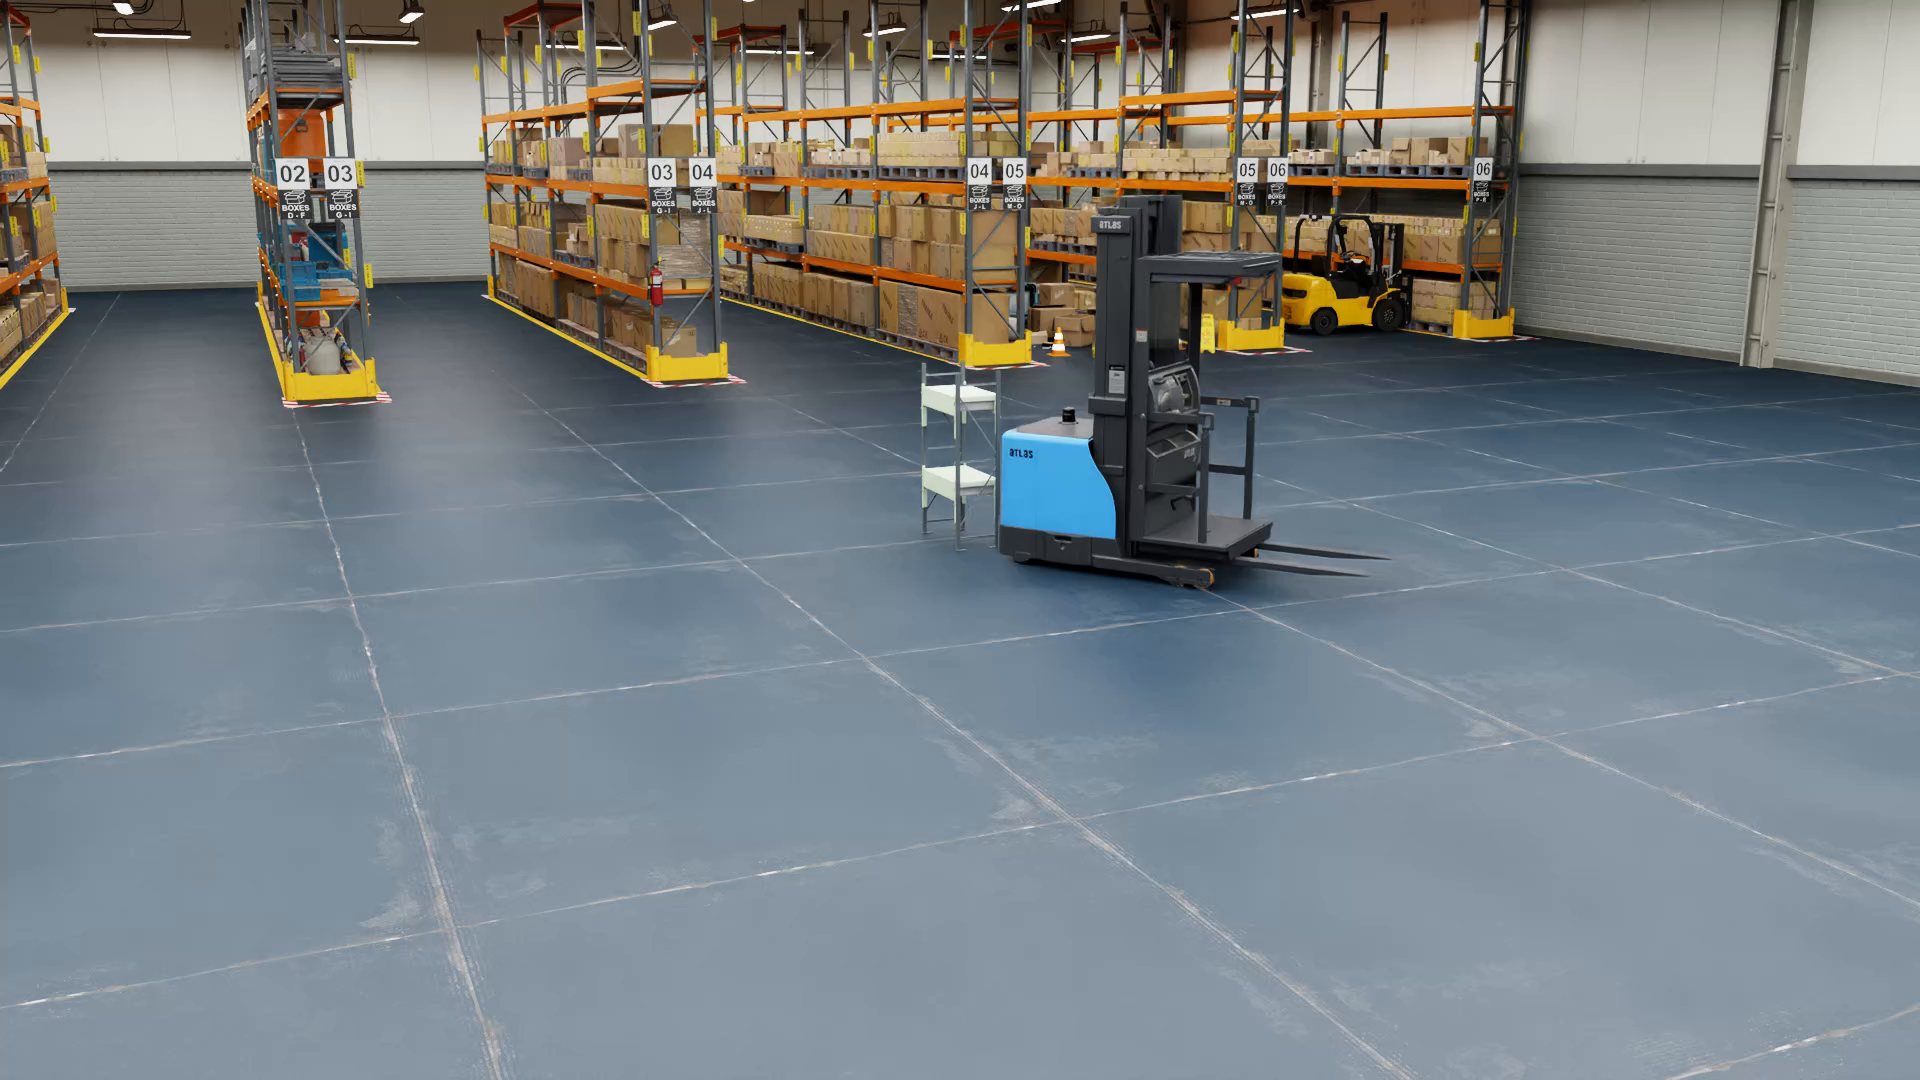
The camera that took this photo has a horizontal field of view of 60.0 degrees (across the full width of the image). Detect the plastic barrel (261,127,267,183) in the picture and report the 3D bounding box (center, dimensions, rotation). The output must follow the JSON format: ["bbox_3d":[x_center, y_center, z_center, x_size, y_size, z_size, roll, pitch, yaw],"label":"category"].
[{"bbox_3d":[-10.839,-6.171,26.616,0.600,0.901,0.600,0,13,0],"label":"plastic barrel"}]

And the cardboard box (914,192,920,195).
[{"bbox_3d":[-0.891,-8.496,40.547,0.380,0.149,0.250,-6,14,-24],"label":"cardboard box"}]

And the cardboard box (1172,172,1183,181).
[{"bbox_3d":[3.991,-6.461,29.540,0.380,0.149,0.250,-6,14,-24],"label":"cardboard box"}]

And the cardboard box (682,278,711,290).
[{"bbox_3d":[-3.929,-3.824,24.795,0.380,0.149,0.250,-6,14,-23],"label":"cardboard box"}]

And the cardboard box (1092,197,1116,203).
[{"bbox_3d":[3.720,-8.525,42.560,0.500,0.500,0.500,-5,14,-22],"label":"cardboard box"}]

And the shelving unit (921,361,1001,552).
[{"bbox_3d":[0.003,-0.729,14.195,0.431,1.500,0.755,-6,14,-23],"label":"shelving unit"}]

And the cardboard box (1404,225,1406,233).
[{"bbox_3d":[8.644,-5.943,31.737,0.380,0.149,0.250,-6,14,-23],"label":"cardboard box"}]

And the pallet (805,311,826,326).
[{"bbox_3d":[-2.406,-4.417,32.988,1.003,0.211,1.213,-6,14,-23],"label":"pallet"}]

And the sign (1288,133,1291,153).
[{"bbox_3d":[5.544,-6.697,28.062,0.100,0.325,0.005,-6,14,-23],"label":"sign"}]

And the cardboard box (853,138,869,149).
[{"bbox_3d":[-1.700,-7.375,31.556,0.500,0.500,0.500,-6,14,-23],"label":"cardboard box"}]

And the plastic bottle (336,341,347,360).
[{"bbox_3d":[-9.384,-2.885,25.246,0.152,0.276,0.135,-5,14,-22],"label":"plastic bottle"}]

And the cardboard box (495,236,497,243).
[{"bbox_3d":[-10.290,-6.786,37.596,0.380,0.149,0.250,-6,14,-24],"label":"cardboard box"}]

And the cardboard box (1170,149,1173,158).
[{"bbox_3d":[3.970,-6.906,29.694,0.380,0.149,0.250,-5,14,-22],"label":"cardboard box"}]

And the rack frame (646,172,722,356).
[{"bbox_3d":[-4.034,-3.866,24.420,1.000,3.000,0.127,-6,14,-23],"label":"rack frame"}]

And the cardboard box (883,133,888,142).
[{"bbox_3d":[-1.113,-6.941,28.692,0.380,0.149,0.250,-6,14,-23],"label":"cardboard box"}]

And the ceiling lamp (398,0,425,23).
[{"bbox_3d":[-10.480,-11.744,32.211,0.800,3.185,2.000,-6,14,-23],"label":"ceiling lamp"}]

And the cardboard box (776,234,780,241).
[{"bbox_3d":[-3.570,-6.245,34.324,0.380,0.149,0.250,-6,14,-24],"label":"cardboard box"}]

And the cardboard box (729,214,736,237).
[{"bbox_3d":[-4.915,-7.147,37.718,0.500,0.500,0.500,-6,14,-25],"label":"cardboard box"}]

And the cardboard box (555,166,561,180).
[{"bbox_3d":[-7.078,-6.681,30.262,0.500,0.250,0.500,-5,14,-22],"label":"cardboard box"}]

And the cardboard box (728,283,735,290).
[{"bbox_3d":[-5.139,-5.852,38.392,0.380,0.149,0.250,-6,14,-23],"label":"cardboard box"}]

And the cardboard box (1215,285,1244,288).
[{"bbox_3d":[4.753,-4.295,29.779,0.500,0.500,0.500,-6,14,-25],"label":"cardboard box"}]

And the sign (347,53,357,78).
[{"bbox_3d":[-8.066,-6.288,22.045,0.100,0.325,0.005,-6,14,-23],"label":"sign"}]

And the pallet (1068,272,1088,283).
[{"bbox_3d":[3.535,-6.976,44.045,1.003,0.211,1.213,-6,14,-23],"label":"pallet"}]

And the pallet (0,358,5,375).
[{"bbox_3d":[-15.045,-2.588,25.084,1.003,0.211,1.213,-6,14,-23],"label":"pallet"}]

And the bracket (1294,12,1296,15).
[{"bbox_3d":[7.245,-11.405,35.706,0.235,0.232,0.430,-6,14,-23],"label":"bracket"}]

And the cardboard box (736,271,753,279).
[{"bbox_3d":[-4.881,-6.027,37.832,0.380,0.149,0.250,-6,14,-23],"label":"cardboard box"}]

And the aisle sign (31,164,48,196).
[{"bbox_3d":[-19.268,-7.586,34.727,0.394,0.787,0.004,-6,14,-23],"label":"aisle sign"}]

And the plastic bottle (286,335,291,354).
[{"bbox_3d":[-10.231,-2.964,25.424,0.144,0.351,0.185,-5,14,-21],"label":"plastic bottle"}]

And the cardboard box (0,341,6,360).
[{"bbox_3d":[-14.852,-2.874,25.304,0.500,0.250,0.500,-5,14,-22],"label":"cardboard box"}]

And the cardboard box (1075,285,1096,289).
[{"bbox_3d":[2.362,-5.069,34.514,0.950,0.372,0.625,-6,14,-24],"label":"cardboard box"}]

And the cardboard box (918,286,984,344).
[{"bbox_3d":[-0.135,-3.778,27.821,0.875,0.875,0.875,-6,14,-24],"label":"cardboard box"}]

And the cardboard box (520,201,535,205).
[{"bbox_3d":[-10.007,-7.531,38.269,0.500,0.500,0.500,-5,14,-22],"label":"cardboard box"}]

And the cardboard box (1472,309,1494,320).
[{"bbox_3d":[9.576,-4.194,31.005,0.500,0.250,0.500,-6,14,-23],"label":"cardboard box"}]

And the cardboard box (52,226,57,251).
[{"bbox_3d":[-19.092,-6.258,34.535,0.500,0.500,0.500,-5,14,-21],"label":"cardboard box"}]

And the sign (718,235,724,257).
[{"bbox_3d":[-3.536,-4.336,24.534,0.100,0.325,0.005,-6,14,-23],"label":"sign"}]

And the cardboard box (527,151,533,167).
[{"bbox_3d":[-8.484,-7.733,33.742,0.500,0.311,0.500,-6,14,-25],"label":"cardboard box"}]

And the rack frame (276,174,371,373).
[{"bbox_3d":[-8.572,-3.418,22.487,1.000,3.000,0.127,-6,14,-23],"label":"rack frame"}]

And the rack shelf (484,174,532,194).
[{"bbox_3d":[-9.642,-7.869,36.660,1.077,0.370,4.000,-6,14,-23],"label":"rack shelf"}]

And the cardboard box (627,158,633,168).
[{"bbox_3d":[-4.760,-5.638,24.874,0.380,0.149,0.250,-6,14,-23],"label":"cardboard box"}]

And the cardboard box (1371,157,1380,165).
[{"bbox_3d":[8.200,-7.350,32.224,0.380,0.149,0.250,-5,14,-21],"label":"cardboard box"}]

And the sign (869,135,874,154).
[{"bbox_3d":[-1.544,-6.935,29.183,0.100,0.325,0.005,-6,14,-23],"label":"sign"}]

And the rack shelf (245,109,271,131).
[{"bbox_3d":[-14.180,-8.688,34.434,1.077,0.370,4.000,-6,14,-23],"label":"rack shelf"}]

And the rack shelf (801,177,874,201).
[{"bbox_3d":[-1.852,-6.643,31.364,1.077,0.370,4.000,-6,14,-23],"label":"rack shelf"}]

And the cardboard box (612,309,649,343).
[{"bbox_3d":[-5.512,-3.593,27.852,0.500,0.500,0.500,-6,14,-25],"label":"cardboard box"}]

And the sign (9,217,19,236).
[{"bbox_3d":[-15.809,-5.239,27.787,0.100,0.325,0.005,-6,14,-23],"label":"sign"}]

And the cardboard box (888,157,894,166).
[{"bbox_3d":[-1.012,-6.500,28.556,0.380,0.149,0.250,-6,14,-23],"label":"cardboard box"}]

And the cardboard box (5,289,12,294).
[{"bbox_3d":[-18.407,-4.539,31.899,0.500,0.500,0.500,-6,14,-23],"label":"cardboard box"}]

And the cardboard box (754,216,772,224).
[{"bbox_3d":[-4.204,-6.859,35.660,0.380,0.149,0.250,-6,14,-24],"label":"cardboard box"}]

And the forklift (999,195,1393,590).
[{"bbox_3d":[1.860,-1.182,12.977,3.031,2.935,1.130,7,15,29],"label":"forklift"}]

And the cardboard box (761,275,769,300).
[{"bbox_3d":[-3.989,-5.473,35.977,0.500,0.500,0.500,-5,14,-20],"label":"cardboard box"}]

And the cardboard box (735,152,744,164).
[{"bbox_3d":[-4.673,-8.476,36.912,0.500,0.250,0.500,-6,14,-26],"label":"cardboard box"}]

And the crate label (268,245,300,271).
[{"bbox_3d":[-11.626,-4.859,28.632,0.502,0.435,0.616,-6,14,-23],"label":"crate label"}]

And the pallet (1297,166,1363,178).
[{"bbox_3d":[7.626,-7.585,34.264,0.805,0.209,1.217,-6,14,-25],"label":"pallet"}]
